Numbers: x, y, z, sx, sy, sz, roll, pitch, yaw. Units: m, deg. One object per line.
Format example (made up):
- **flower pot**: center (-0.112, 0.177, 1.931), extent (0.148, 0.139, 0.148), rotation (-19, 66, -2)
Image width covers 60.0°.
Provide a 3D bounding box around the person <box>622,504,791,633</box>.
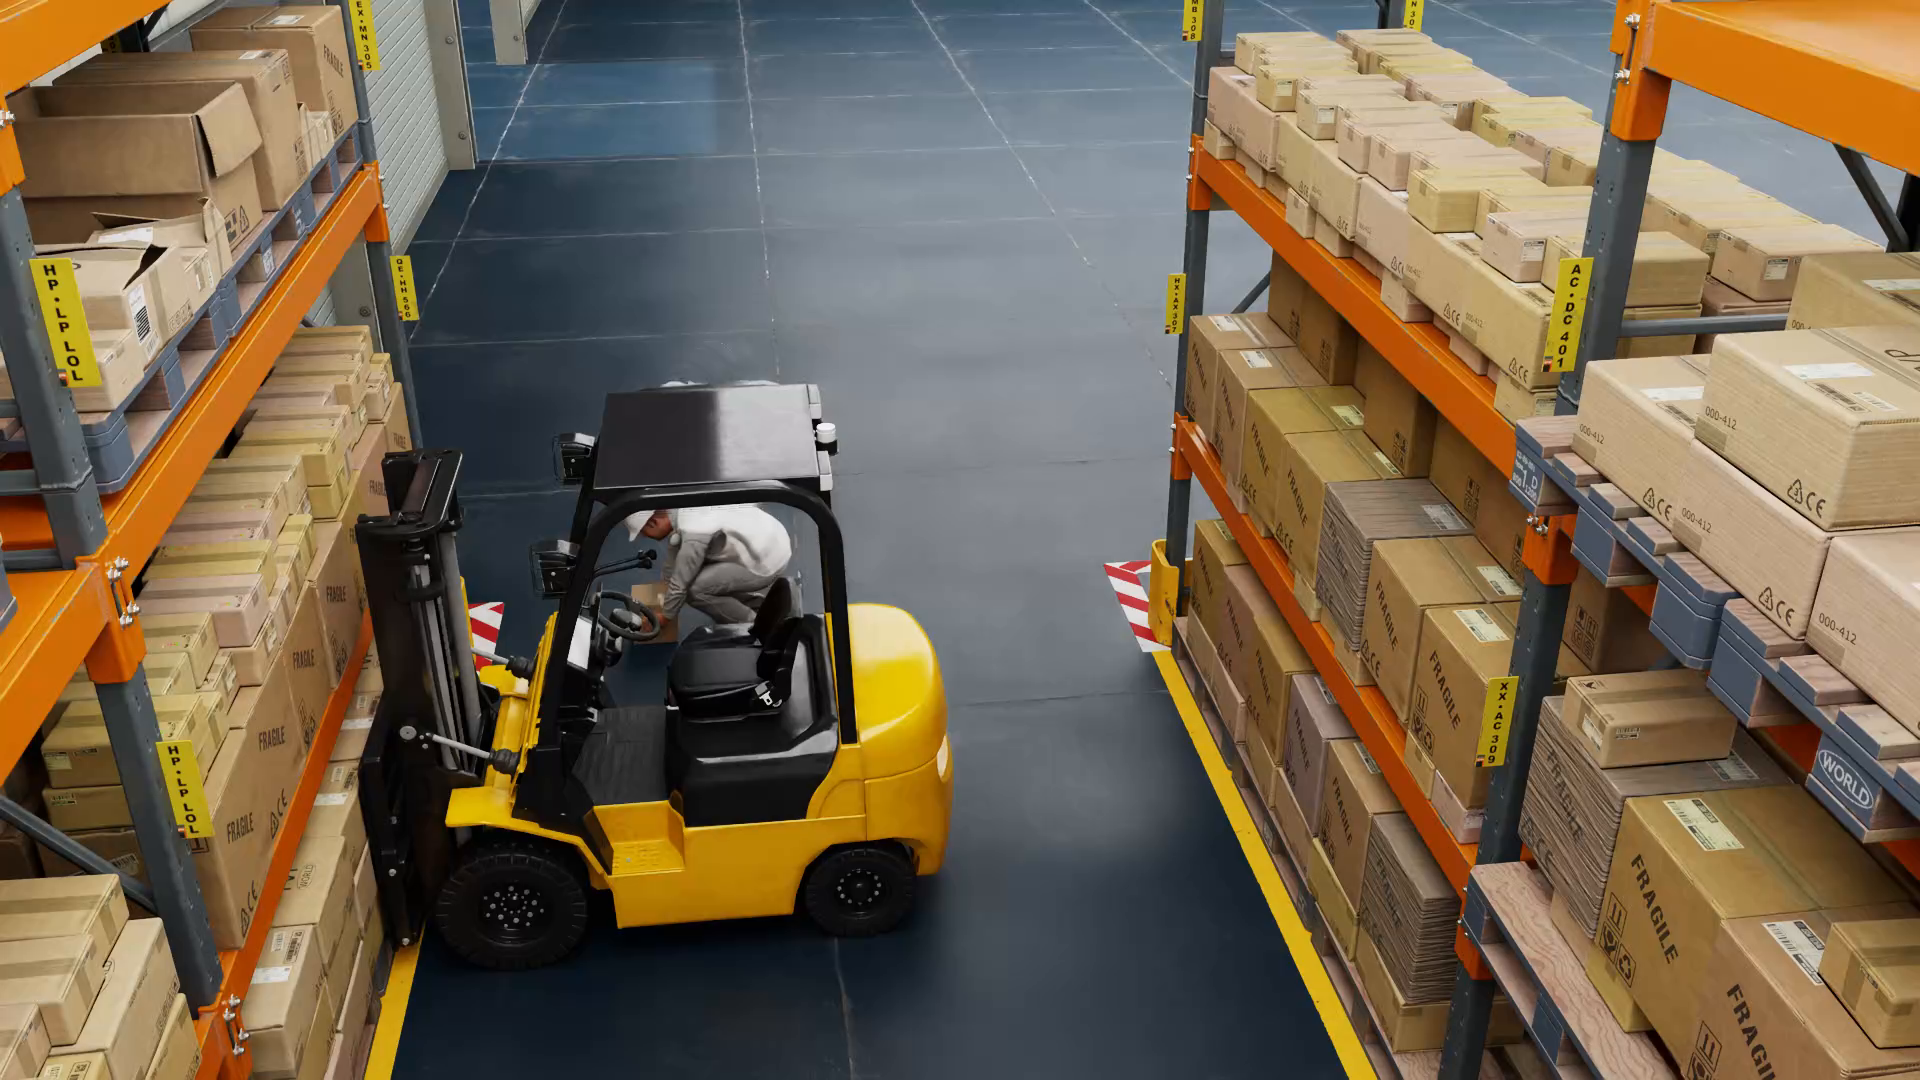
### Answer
- **person**: center (-1.406, 0.109, 9.326), extent (0.913, 0.916, 0.536), rotation (-4, 27, -7)
